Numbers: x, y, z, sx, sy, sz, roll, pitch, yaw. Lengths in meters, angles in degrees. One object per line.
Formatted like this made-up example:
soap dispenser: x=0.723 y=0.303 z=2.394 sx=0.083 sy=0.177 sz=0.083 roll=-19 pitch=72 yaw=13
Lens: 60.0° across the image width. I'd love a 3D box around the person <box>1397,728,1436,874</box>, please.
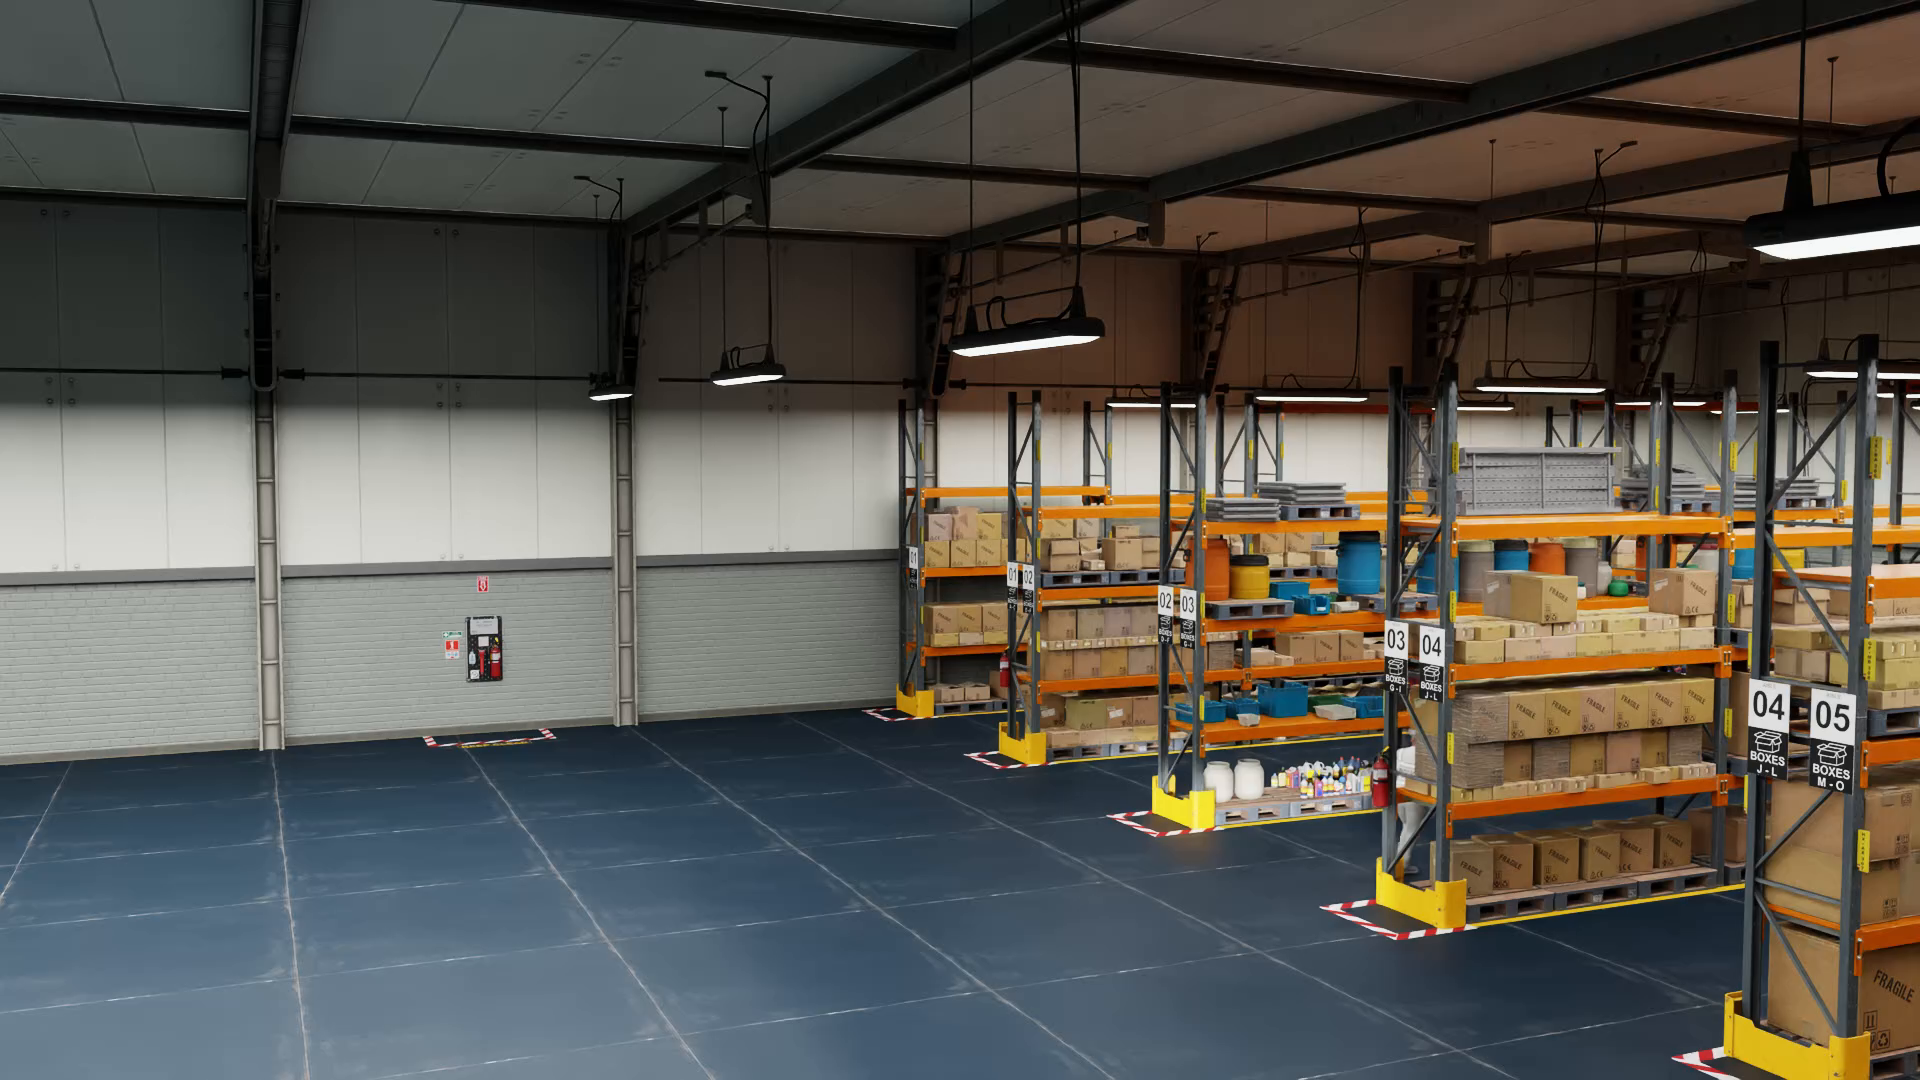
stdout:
person: x=5.419 y=3.126 z=19.888 sx=0.507 sy=1.796 sz=0.542 roll=-3 pitch=4 yaw=-38
